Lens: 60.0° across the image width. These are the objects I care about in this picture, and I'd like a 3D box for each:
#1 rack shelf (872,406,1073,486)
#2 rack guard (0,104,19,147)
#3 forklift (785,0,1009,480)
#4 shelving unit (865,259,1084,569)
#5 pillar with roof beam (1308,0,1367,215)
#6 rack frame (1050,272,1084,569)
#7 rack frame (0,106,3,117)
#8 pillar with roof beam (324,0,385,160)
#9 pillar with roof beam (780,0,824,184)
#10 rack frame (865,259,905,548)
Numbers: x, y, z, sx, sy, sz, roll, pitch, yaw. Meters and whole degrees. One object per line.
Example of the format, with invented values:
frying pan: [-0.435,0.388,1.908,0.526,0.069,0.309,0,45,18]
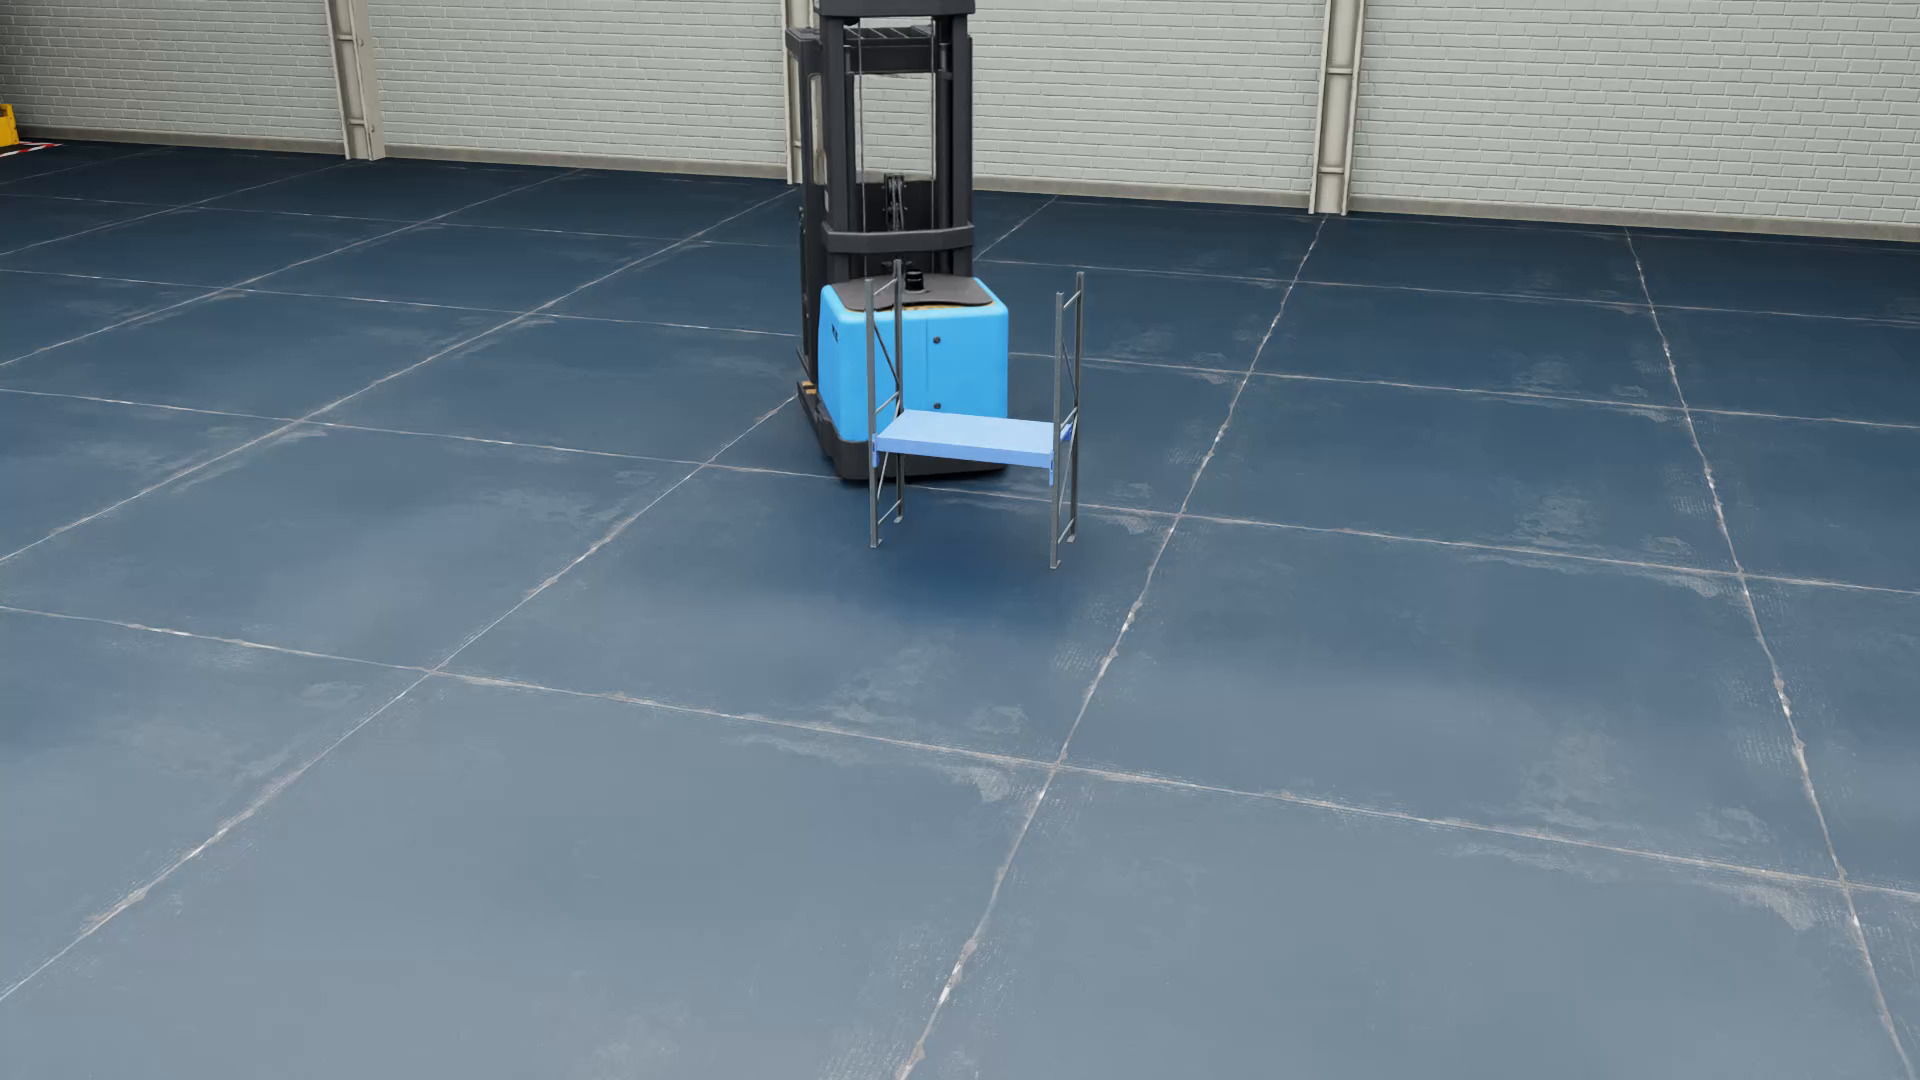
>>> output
rack shelf: [0.082,-0.518,9.031,1.000,0.185,0.538,7,23,16]
rack guard: [-12.841,-5.329,21.603,0.348,0.500,1.175,7,23,16]
forklift: [-0.514,-2.245,10.880,1.130,2.935,3.031,-5,23,-11]
shelving unit: [0.082,-0.685,8.963,1.048,1.500,0.538,7,23,16]
pillar with roof beam: [2.719,-6.130,12.358,0.400,9.000,9.100,7,23,16]
rack frame: [0.568,-0.629,8.827,0.032,1.500,0.500,7,23,16]
rack frame: [-12.864,-6.488,21.135,0.127,3.000,1.000,7,23,16]
pillar with roof beam: [-8.770,-7.446,15.565,0.400,9.000,9.100,7,23,16]
pillar with roof beam: [-3.026,-6.788,13.961,0.400,9.000,9.100,7,23,16]
rack frame: [-0.405,-0.740,9.098,0.032,1.500,0.500,7,23,16]
